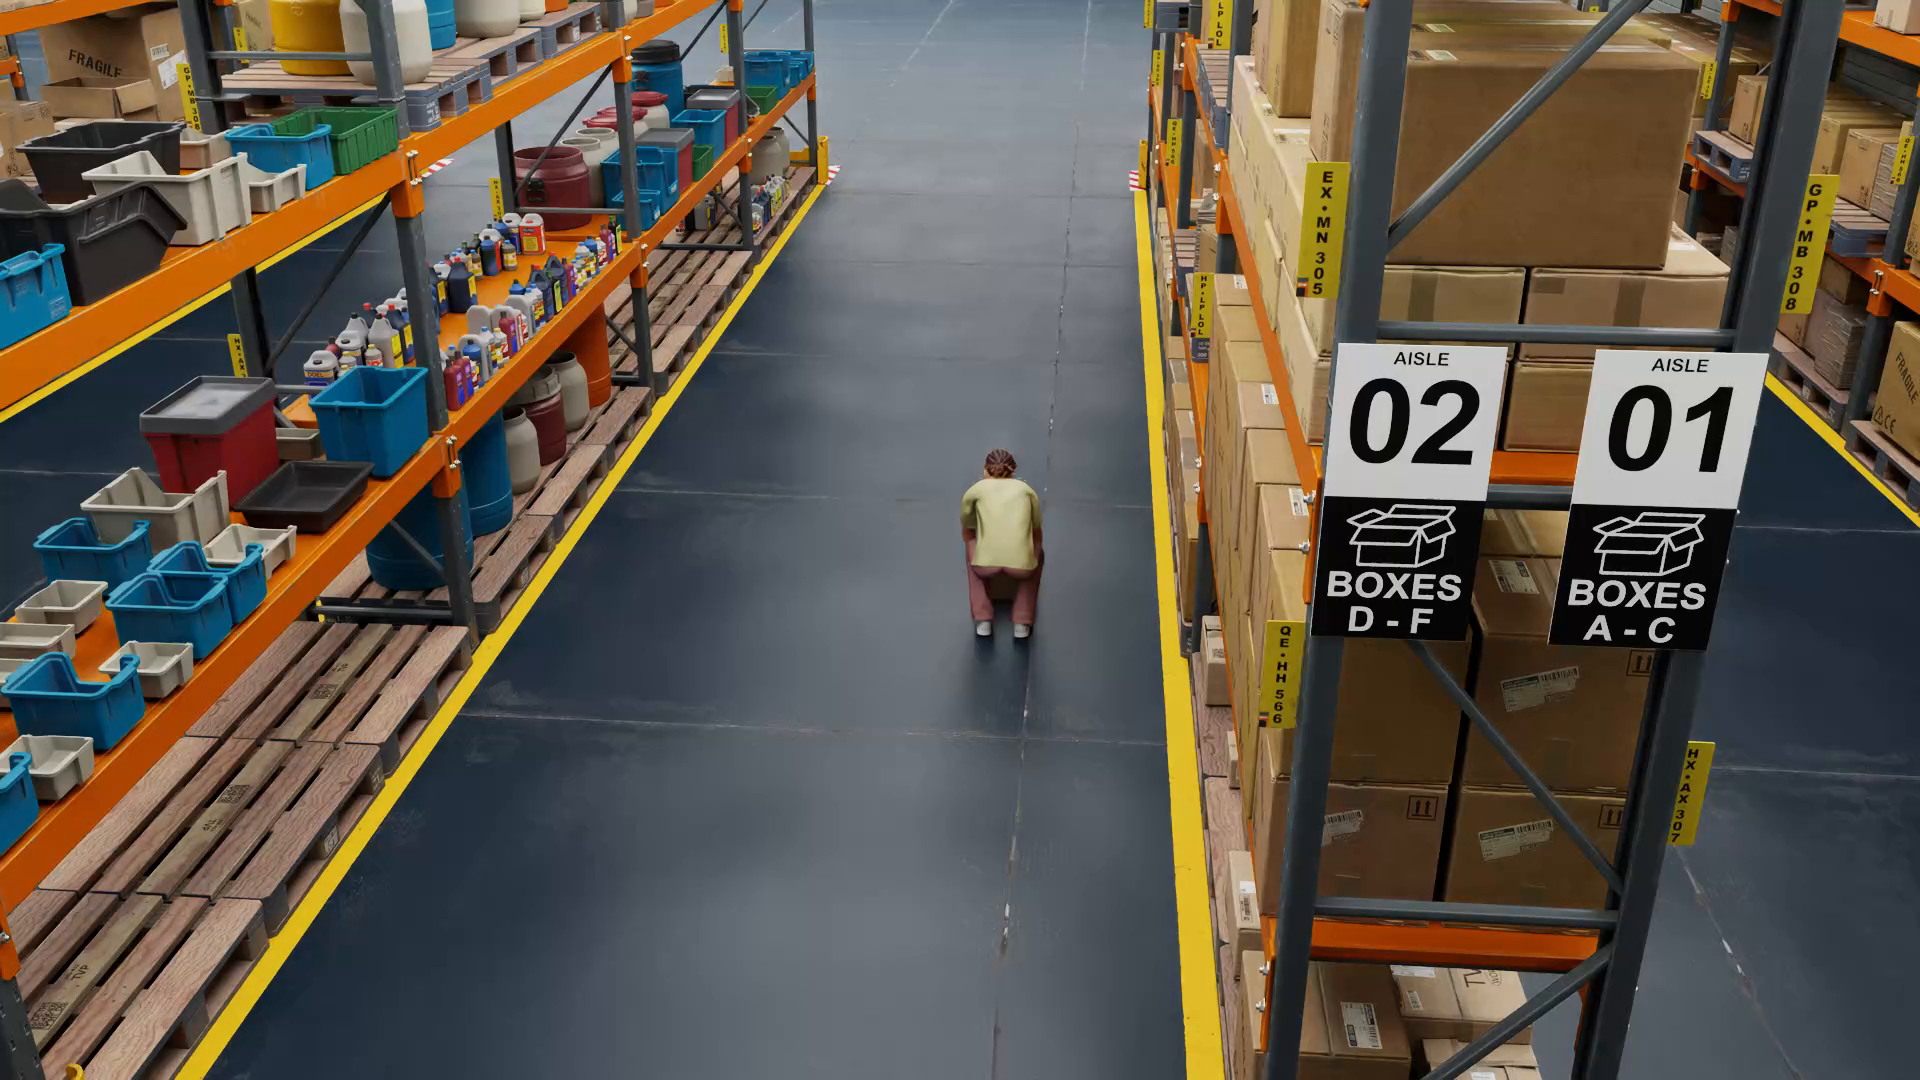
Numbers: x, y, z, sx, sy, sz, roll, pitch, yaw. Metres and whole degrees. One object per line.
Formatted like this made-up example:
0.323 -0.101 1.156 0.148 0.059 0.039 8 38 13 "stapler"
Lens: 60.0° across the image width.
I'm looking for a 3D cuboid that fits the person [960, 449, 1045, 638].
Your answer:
0.233 0.029 9.444 0.490 0.929 0.794 2 25 5 "person"
